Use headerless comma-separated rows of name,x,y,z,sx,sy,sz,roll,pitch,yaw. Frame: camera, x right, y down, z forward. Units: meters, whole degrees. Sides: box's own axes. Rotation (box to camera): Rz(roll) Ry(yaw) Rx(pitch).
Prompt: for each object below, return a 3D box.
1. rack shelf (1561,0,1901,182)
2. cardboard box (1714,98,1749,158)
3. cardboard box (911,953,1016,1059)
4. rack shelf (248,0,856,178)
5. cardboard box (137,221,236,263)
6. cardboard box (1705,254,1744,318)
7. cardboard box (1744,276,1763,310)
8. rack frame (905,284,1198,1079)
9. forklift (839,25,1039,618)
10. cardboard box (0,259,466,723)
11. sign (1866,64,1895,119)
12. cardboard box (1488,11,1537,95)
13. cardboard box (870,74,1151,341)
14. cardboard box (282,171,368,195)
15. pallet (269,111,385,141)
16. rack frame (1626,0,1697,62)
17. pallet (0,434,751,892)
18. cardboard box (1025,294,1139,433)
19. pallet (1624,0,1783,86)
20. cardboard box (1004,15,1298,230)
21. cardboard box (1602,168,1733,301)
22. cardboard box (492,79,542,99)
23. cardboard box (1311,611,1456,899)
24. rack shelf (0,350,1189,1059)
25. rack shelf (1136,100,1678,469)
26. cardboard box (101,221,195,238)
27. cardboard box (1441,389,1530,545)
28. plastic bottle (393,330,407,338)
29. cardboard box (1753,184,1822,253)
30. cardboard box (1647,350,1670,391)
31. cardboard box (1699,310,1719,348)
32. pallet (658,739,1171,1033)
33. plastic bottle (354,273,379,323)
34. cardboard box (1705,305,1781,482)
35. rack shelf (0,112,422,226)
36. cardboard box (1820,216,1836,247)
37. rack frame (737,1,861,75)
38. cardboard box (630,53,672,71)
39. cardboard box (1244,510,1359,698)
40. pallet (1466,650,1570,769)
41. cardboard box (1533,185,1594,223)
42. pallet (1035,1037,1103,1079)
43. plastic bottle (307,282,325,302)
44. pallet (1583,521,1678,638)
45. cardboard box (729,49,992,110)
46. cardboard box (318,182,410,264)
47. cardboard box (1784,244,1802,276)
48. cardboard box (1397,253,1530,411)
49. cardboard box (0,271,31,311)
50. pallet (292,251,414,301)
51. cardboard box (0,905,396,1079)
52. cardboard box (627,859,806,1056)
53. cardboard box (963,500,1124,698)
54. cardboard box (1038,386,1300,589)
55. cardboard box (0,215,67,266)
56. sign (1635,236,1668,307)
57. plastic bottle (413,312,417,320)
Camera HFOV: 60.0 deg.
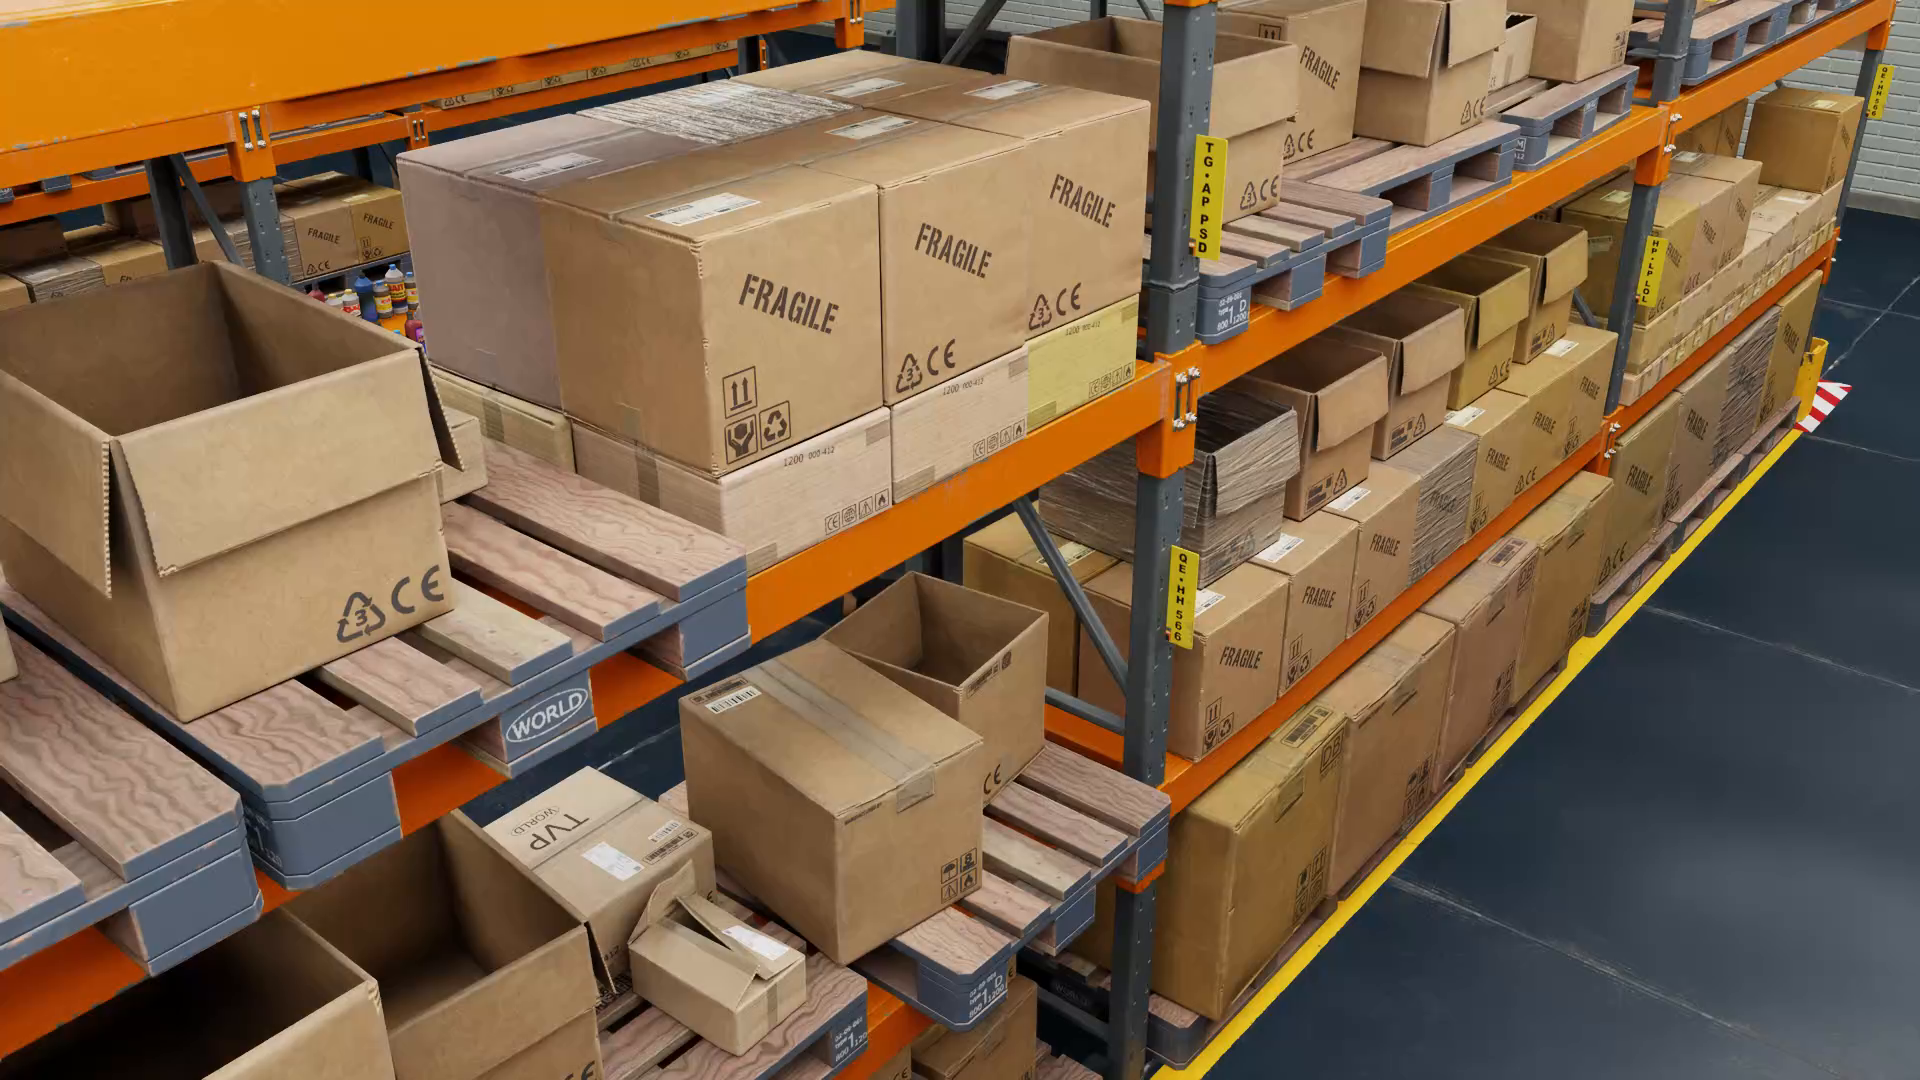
rack shelf,4.053,-2.643,9.113,1.077,0.370,4.000,21,34,34
cardboard box,4.493,-2.469,10.282,0.500,0.500,0.500,20,33,33
cardboard box,-0.166,1.325,5.349,0.500,0.250,0.500,22,35,36
rack shelf,-2.313,-2.672,9.169,1.077,0.370,4.000,21,34,34
cardboard box,-5.916,-2.113,12.811,0.500,0.500,0.500,19,33,33
cardboard box,3.927,-1.437,9.102,0.500,0.250,0.500,22,34,36
cardboard box,4.380,-1.463,9.587,0.380,0.149,0.250,22,34,35
rack frame,0.237,0.497,5.524,1.000,3.000,0.127,21,34,34
forklift,-0.049,-0.988,8.471,1.130,2.935,3.031,3,28,6
cardboard box,-1.334,-0.121,2.886,0.797,0.503,0.637,22,35,36
sign,5.735,-2.795,10.371,0.100,0.325,0.005,21,34,34
cardboard box,2.014,-2.038,6.800,0.500,0.311,0.500,19,33,33
cardboard box,0.126,-0.859,4.229,0.500,0.500,0.500,22,34,36
cardboard box,-5.357,-2.802,14.144,0.500,0.500,0.500,19,33,32
pallet,-5.453,-3.481,13.423,1.003,0.211,1.213,21,34,34
rack frame,2.781,-3.586,6.887,1.000,3.000,0.127,21,34,34
pallet,-1.176,0.110,3.212,1.213,0.211,1.003,21,34,34
cardboard box,0.123,-0.528,4.405,0.500,0.250,0.500,21,34,35
pallet,3.309,-2.501,8.152,1.003,0.211,1.213,21,34,34
cardboard box,0.569,-1.305,5.174,0.797,0.503,0.637,23,35,37
cardboard box,3.602,-1.587,8.577,0.500,0.500,0.500,21,34,34
cardboard box,-4.003,-4.146,14.390,0.500,0.500,0.500,21,34,35
cardboard box,1.264,0.702,6.984,1.225,0.875,0.875,21,34,35
rack shelf,-1.036,0.193,3.630,1.077,0.370,4.000,21,34,34
rack shelf,1.509,-1.225,6.371,1.077,0.370,4.000,21,34,34
cardboard box,-6.333,-2.256,13.088,0.500,0.500,0.500,19,33,33
cardboard box,2.047,-0.359,7.071,0.500,0.500,0.500,20,34,34
plastic bottle,-2.904,-0.989,8.613,0.097,0.201,0.097,0,27,0
cardboard box,4.898,-1.976,10.144,0.500,0.250,0.500,20,33,34
cardboard box,3.393,-0.910,8.518,0.380,0.149,0.250,19,33,33
cardboard box,3.888,-1.188,9.056,0.380,0.149,0.250,20,34,34
pallet,-0.135,0.866,5.020,1.213,0.211,1.003,21,34,34
plastic bottle,-3.299,-1.348,9.231,0.097,0.271,0.097,0,27,0
cardboard box,4.401,-1.009,10.292,0.875,0.875,0.875,21,34,34
rack shelf,-6.133,-2.789,12.660,1.077,0.370,4.000,21,34,34
cardboard box,5.353,-2.005,10.635,0.380,0.149,0.250,22,34,35
rack frame,-1.041,-2.369,11.064,1.000,3.000,0.127,21,34,34
cardboard box,-3.040,-4.682,15.426,0.500,0.500,0.500,21,34,35
cardboard box,1.082,0.176,6.036,0.500,0.500,0.500,20,33,33
pallet,2.348,0.613,8.335,1.003,0.211,1.213,21,34,34
cardboard box,2.867,-1.561,8.526,0.500,0.500,0.500,22,35,36
pallet,-0.262,2.012,5.630,1.003,0.211,1.213,21,34,34
plastic bottle,-3.510,-1.249,9.026,0.061,0.283,0.133,21,34,34
pallet,3.325,0.071,9.384,1.003,0.211,1.213,21,34,34
cardboard box,-0.261,-1.010,4.521,0.500,0.500,0.500,21,34,35
cardboard box,-4.954,-2.644,13.838,0.500,0.500,0.500,21,34,34
cardboard box,4.868,-1.735,10.113,0.380,0.149,0.250,21,34,35
cardboard box,1.935,-0.942,7.106,0.797,0.503,0.637,21,34,35
cardboard box,-6.895,-1.562,11.747,0.500,0.500,0.500,22,35,36
pallet,-5.349,-2.280,13.927,1.003,0.211,1.213,21,34,34
cardboard box,-1.694,1.222,3.014,1.000,1.000,1.000,21,34,35
cardboard box,-0.616,1.040,4.163,0.396,0.266,0.258,20,33,33
cardboard box,0.359,0.205,5.980,0.500,0.500,0.500,22,35,36
cardboard box,0.714,-0.247,5.763,0.797,0.503,0.637,22,35,36
cardboard box,-6.959,-2.239,12.239,0.500,0.250,0.500,22,35,36
sign,3.206,-1.245,7.718,0.100,0.325,0.005,21,34,34
plastic bottle,-2.874,-1.115,8.857,0.097,0.201,0.097,0,27,0
